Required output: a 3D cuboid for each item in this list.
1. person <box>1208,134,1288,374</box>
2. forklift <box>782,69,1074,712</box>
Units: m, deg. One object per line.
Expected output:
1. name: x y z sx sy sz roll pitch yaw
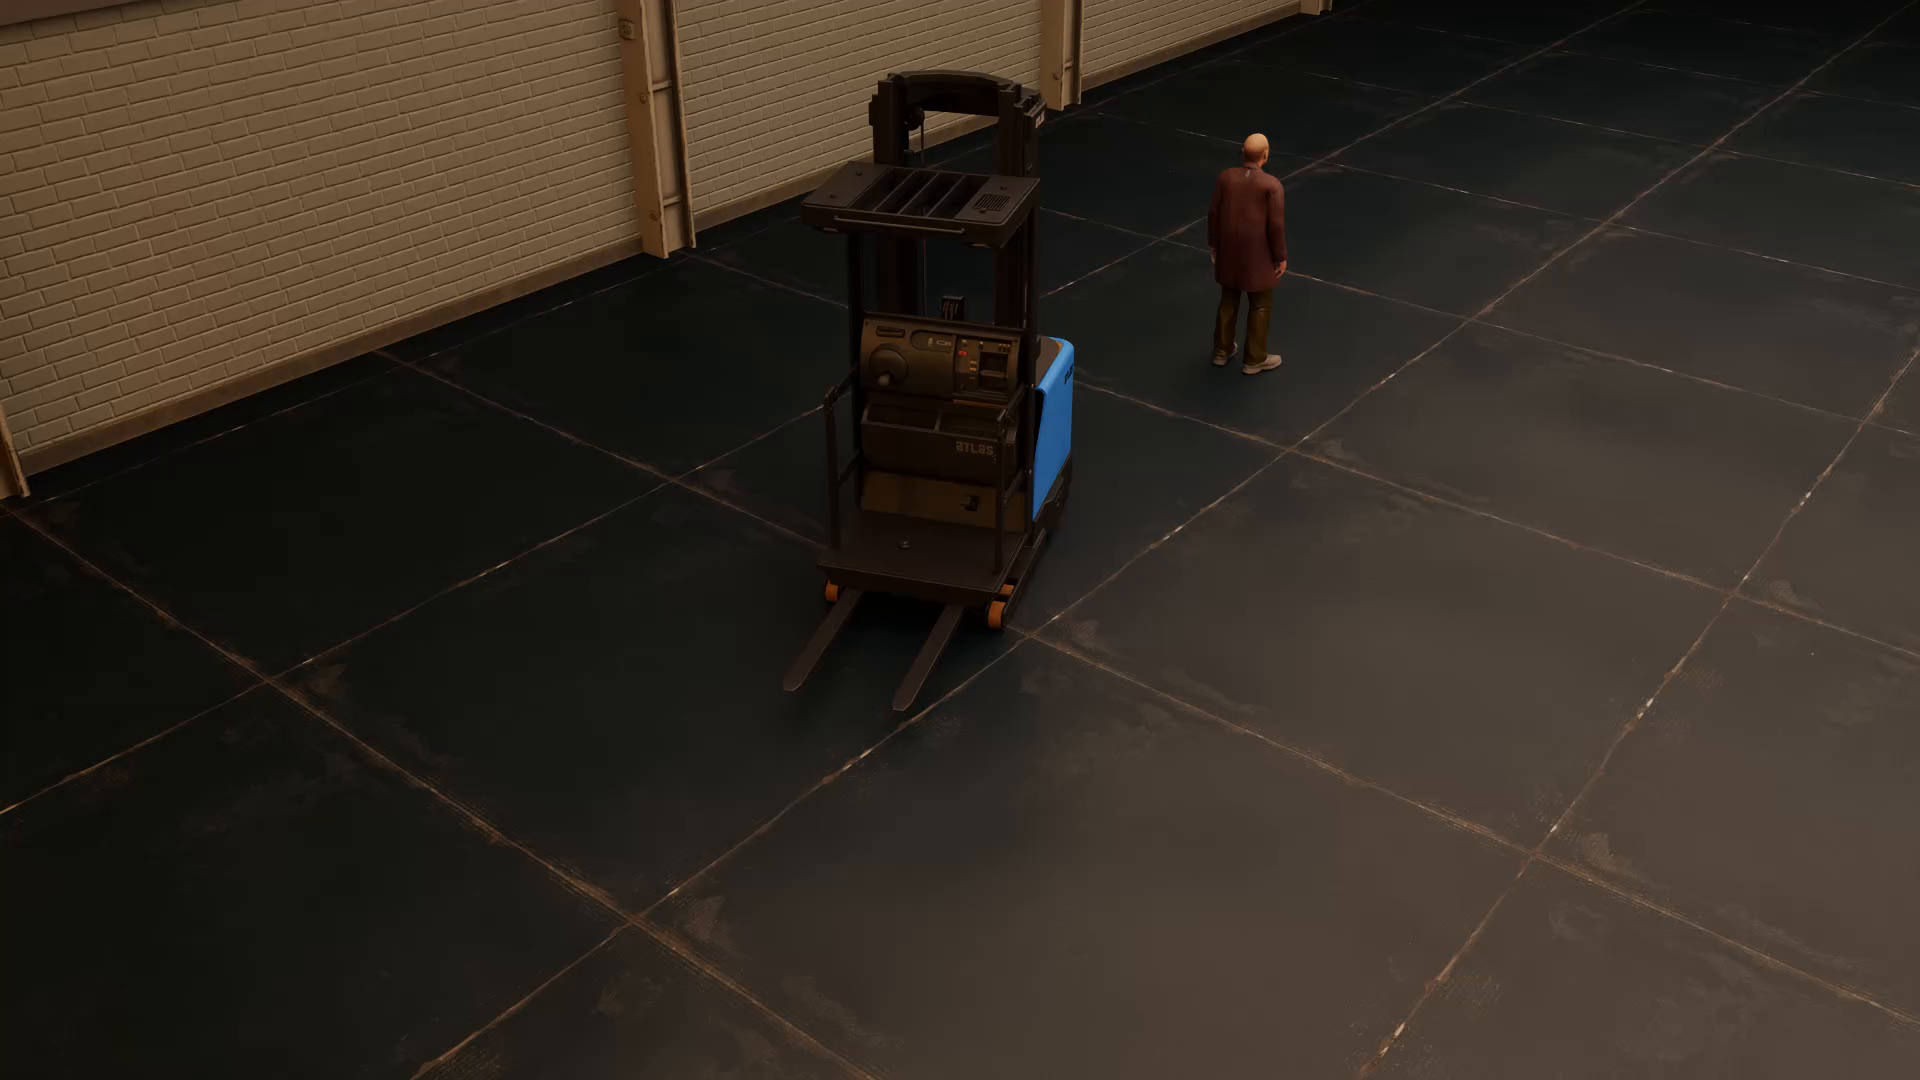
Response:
1. person: 2.136 -2.138 12.400 0.656 1.774 0.423 22 37 32
2. forklift: -0.176 -0.972 9.258 1.130 2.935 3.031 9 31 14
